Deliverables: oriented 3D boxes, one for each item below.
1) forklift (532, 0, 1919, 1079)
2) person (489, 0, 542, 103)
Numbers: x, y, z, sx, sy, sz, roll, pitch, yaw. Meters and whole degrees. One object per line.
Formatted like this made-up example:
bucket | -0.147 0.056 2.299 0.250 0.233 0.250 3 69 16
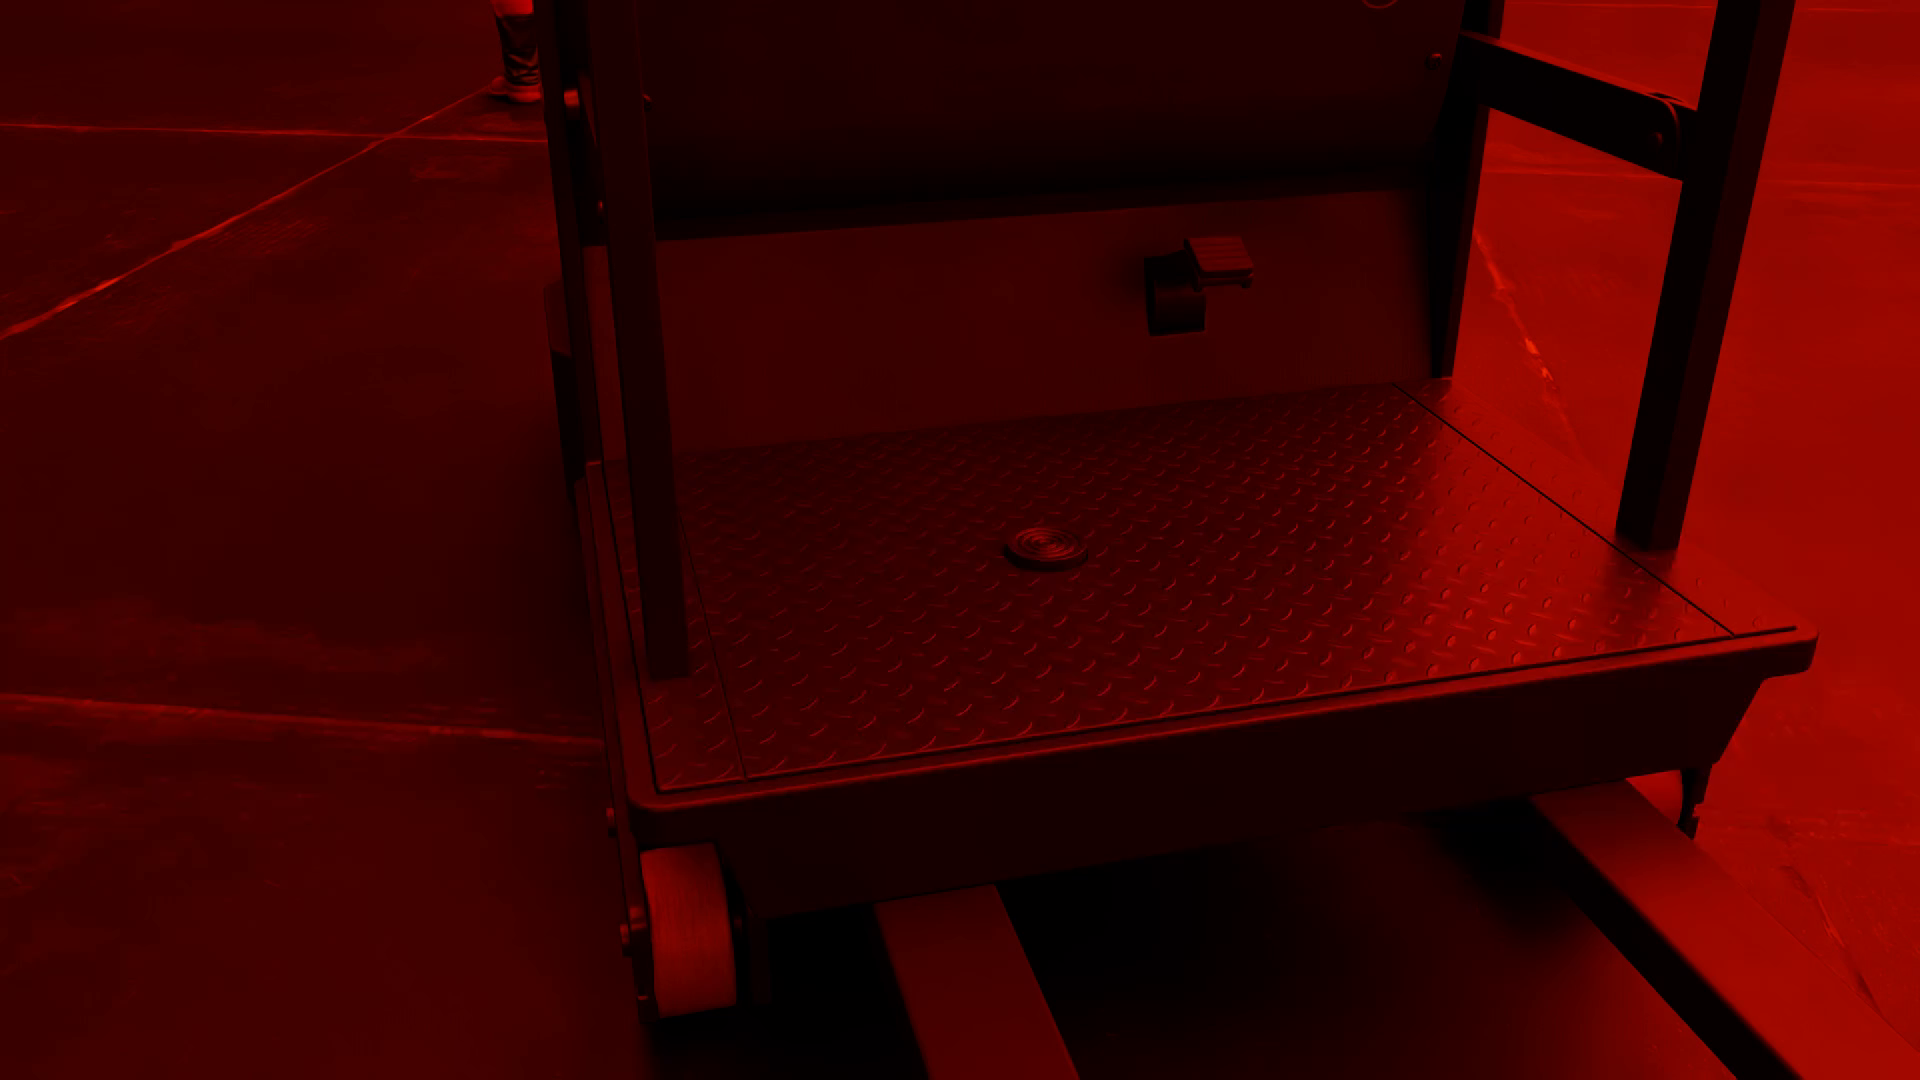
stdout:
forklift | 0.153 -1.049 1.319 1.130 2.935 3.031 -7 27 -13
person | -1.239 -2.218 4.971 0.612 1.786 0.451 -9 28 -18
